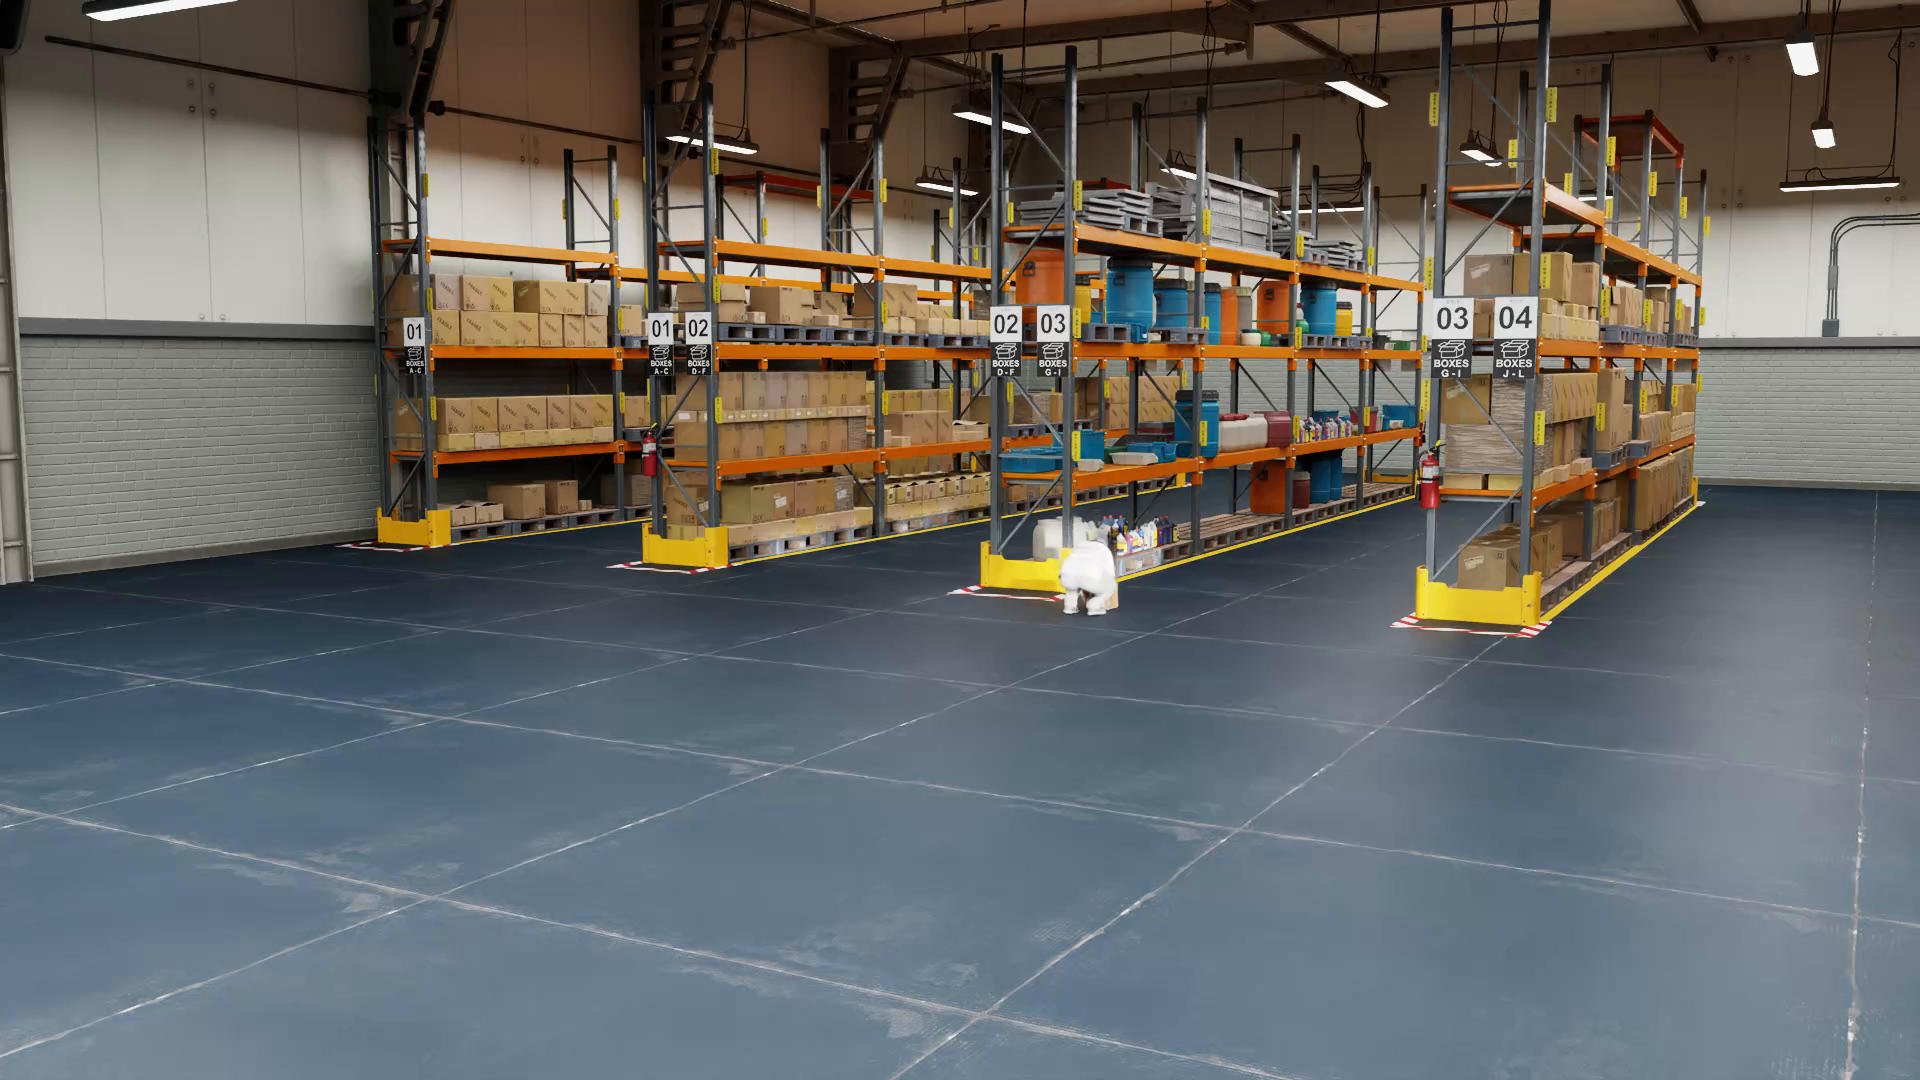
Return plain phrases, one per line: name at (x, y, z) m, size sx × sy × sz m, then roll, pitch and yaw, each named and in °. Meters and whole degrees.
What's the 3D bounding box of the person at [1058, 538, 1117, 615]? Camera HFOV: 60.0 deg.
person at (1.340, 0.414, 17.200) m, size 0.522 × 0.798 × 0.907 m, roll 3°, pitch 7°, yaw 28°
